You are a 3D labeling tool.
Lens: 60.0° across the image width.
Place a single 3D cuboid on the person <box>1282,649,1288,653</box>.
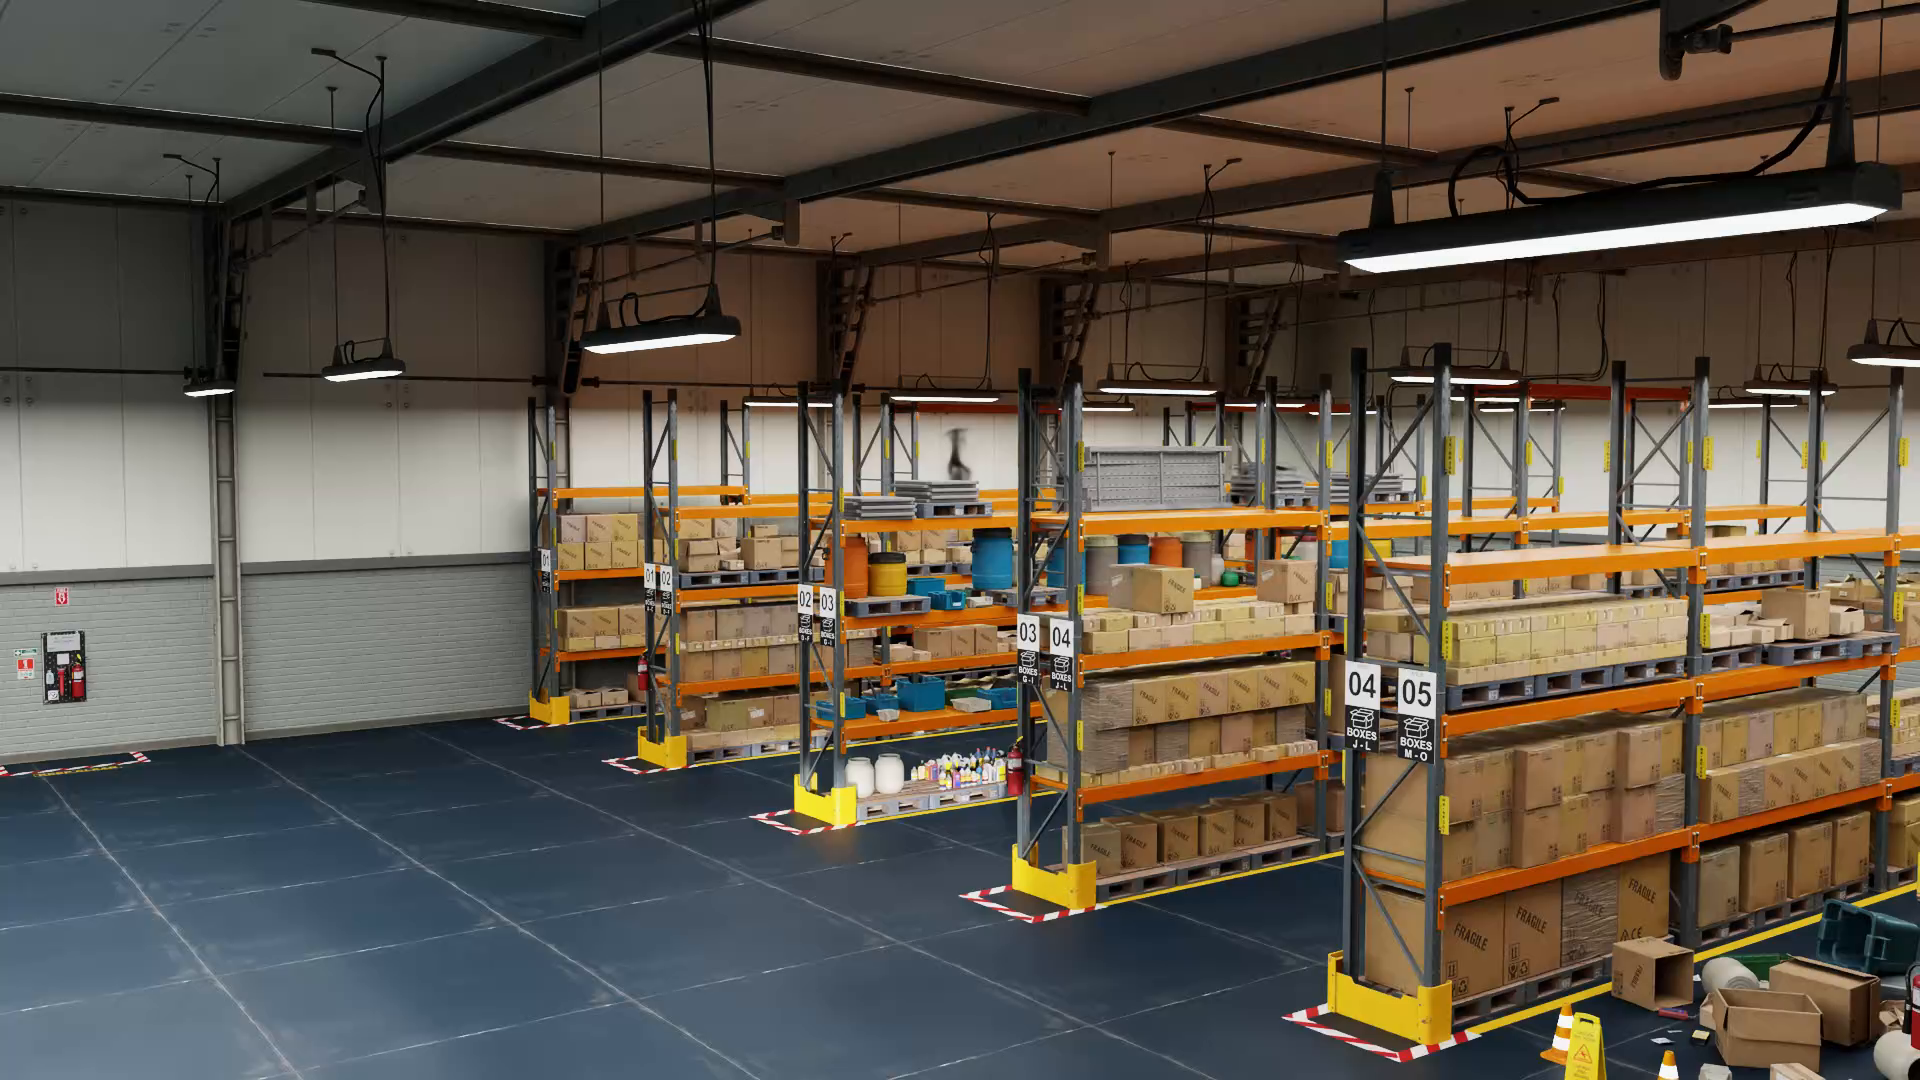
[{"bbox_3d":[6.355,2.482,31.410,0.762,1.705,0.655,-3,4,-37],"label":"person"}]
